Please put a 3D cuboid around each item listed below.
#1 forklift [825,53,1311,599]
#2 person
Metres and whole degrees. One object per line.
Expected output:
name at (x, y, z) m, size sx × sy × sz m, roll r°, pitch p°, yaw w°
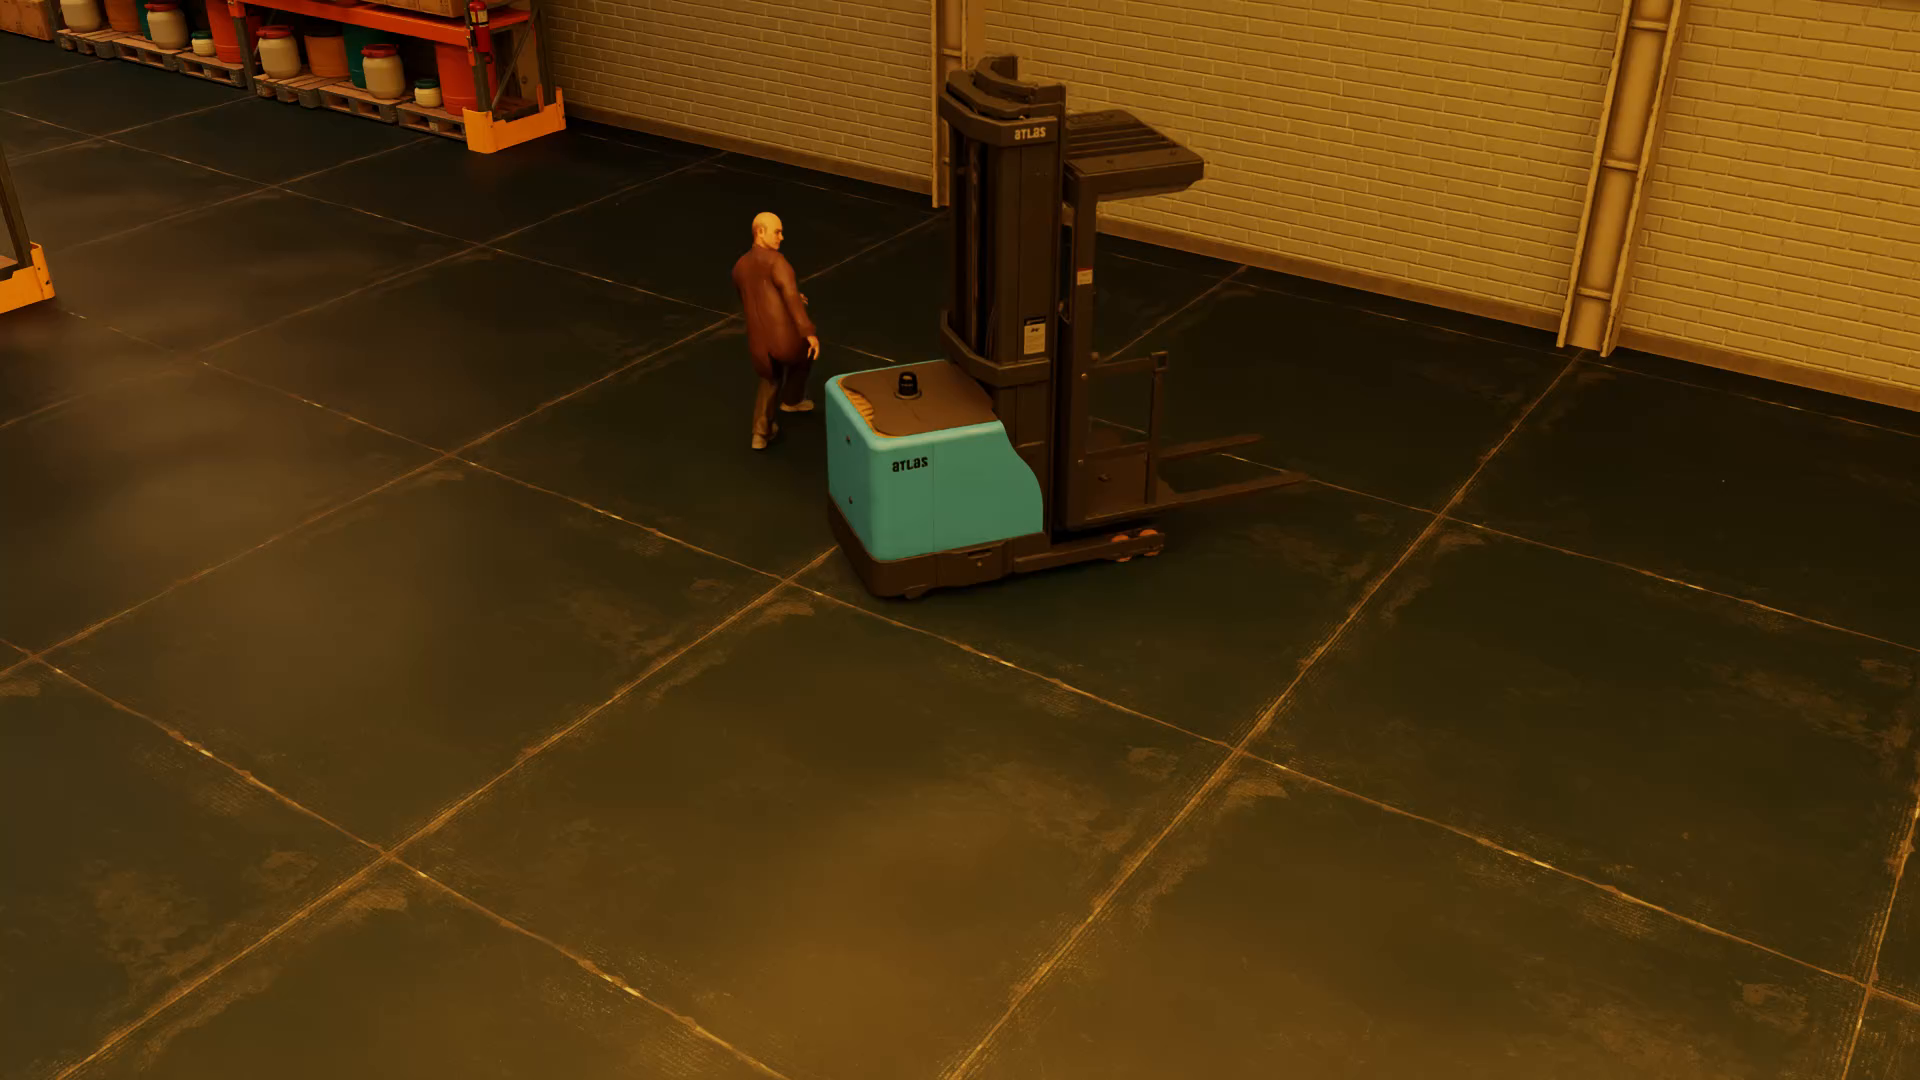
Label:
forklift at (0.738, -1.369, 9.939) m, size 3.031 × 2.935 × 1.130 m, roll -11°, pitch 32°, yaw -18°
person at (-1.166, -1.461, 11.449) m, size 0.804 × 1.606 × 0.829 m, roll 12°, pitch 32°, yaw 20°
